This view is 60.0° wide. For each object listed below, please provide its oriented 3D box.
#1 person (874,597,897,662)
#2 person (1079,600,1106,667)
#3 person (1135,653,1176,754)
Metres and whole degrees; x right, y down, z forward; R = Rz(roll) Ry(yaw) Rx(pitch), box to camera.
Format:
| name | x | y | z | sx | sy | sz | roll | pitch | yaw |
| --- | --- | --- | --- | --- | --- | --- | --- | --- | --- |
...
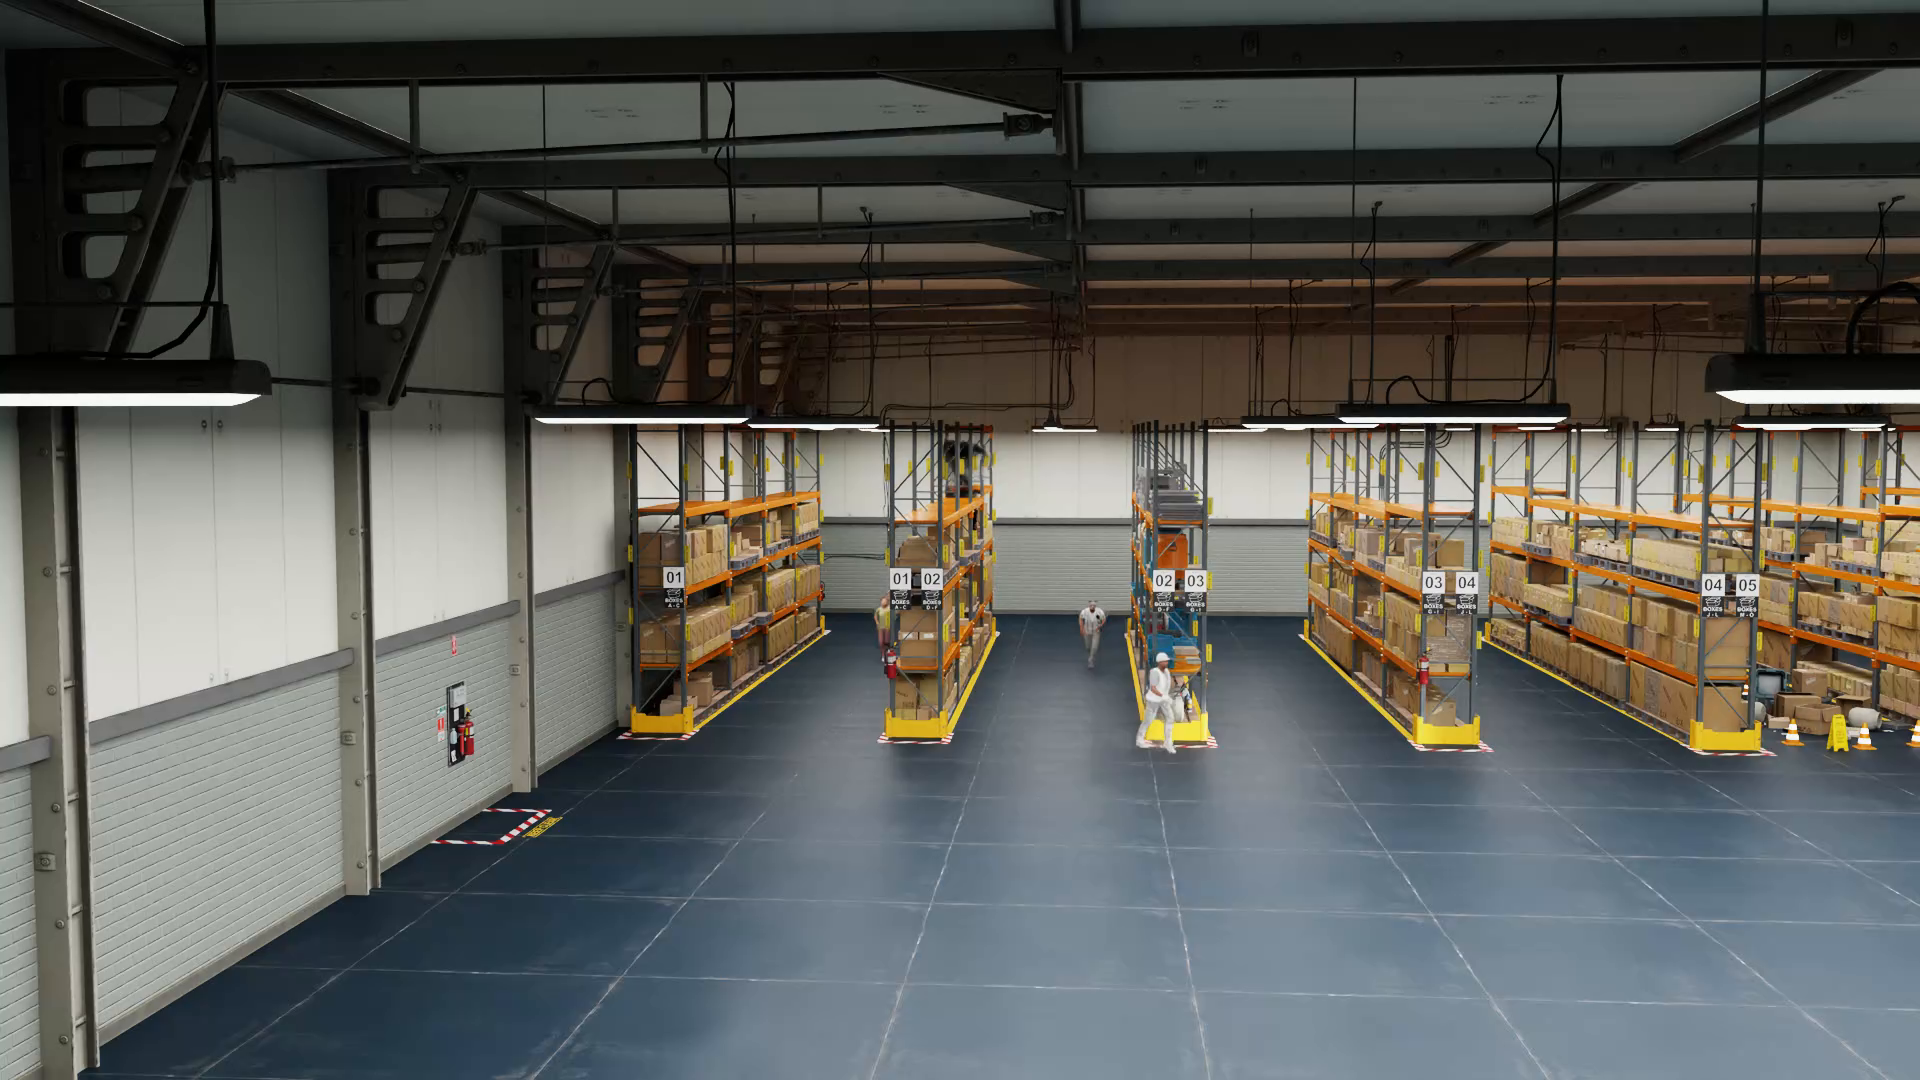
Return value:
| name | x | y | z | sx | sy | sz | roll | pitch | yaw |
| --- | --- | --- | --- | --- | --- | --- | --- | --- | --- |
| person | -1.908 | 2.254 | 42.134 | 0.581 | 1.629 | 0.566 | 1 | 4 | 9 |
| person | 3.275 | 2.295 | 41.171 | 0.659 | 1.710 | 0.788 | 0 | 4 | 0 |
| person | 3.575 | 2.930 | 29.989 | 0.833 | 1.815 | 0.599 | 3 | 5 | 43 |
